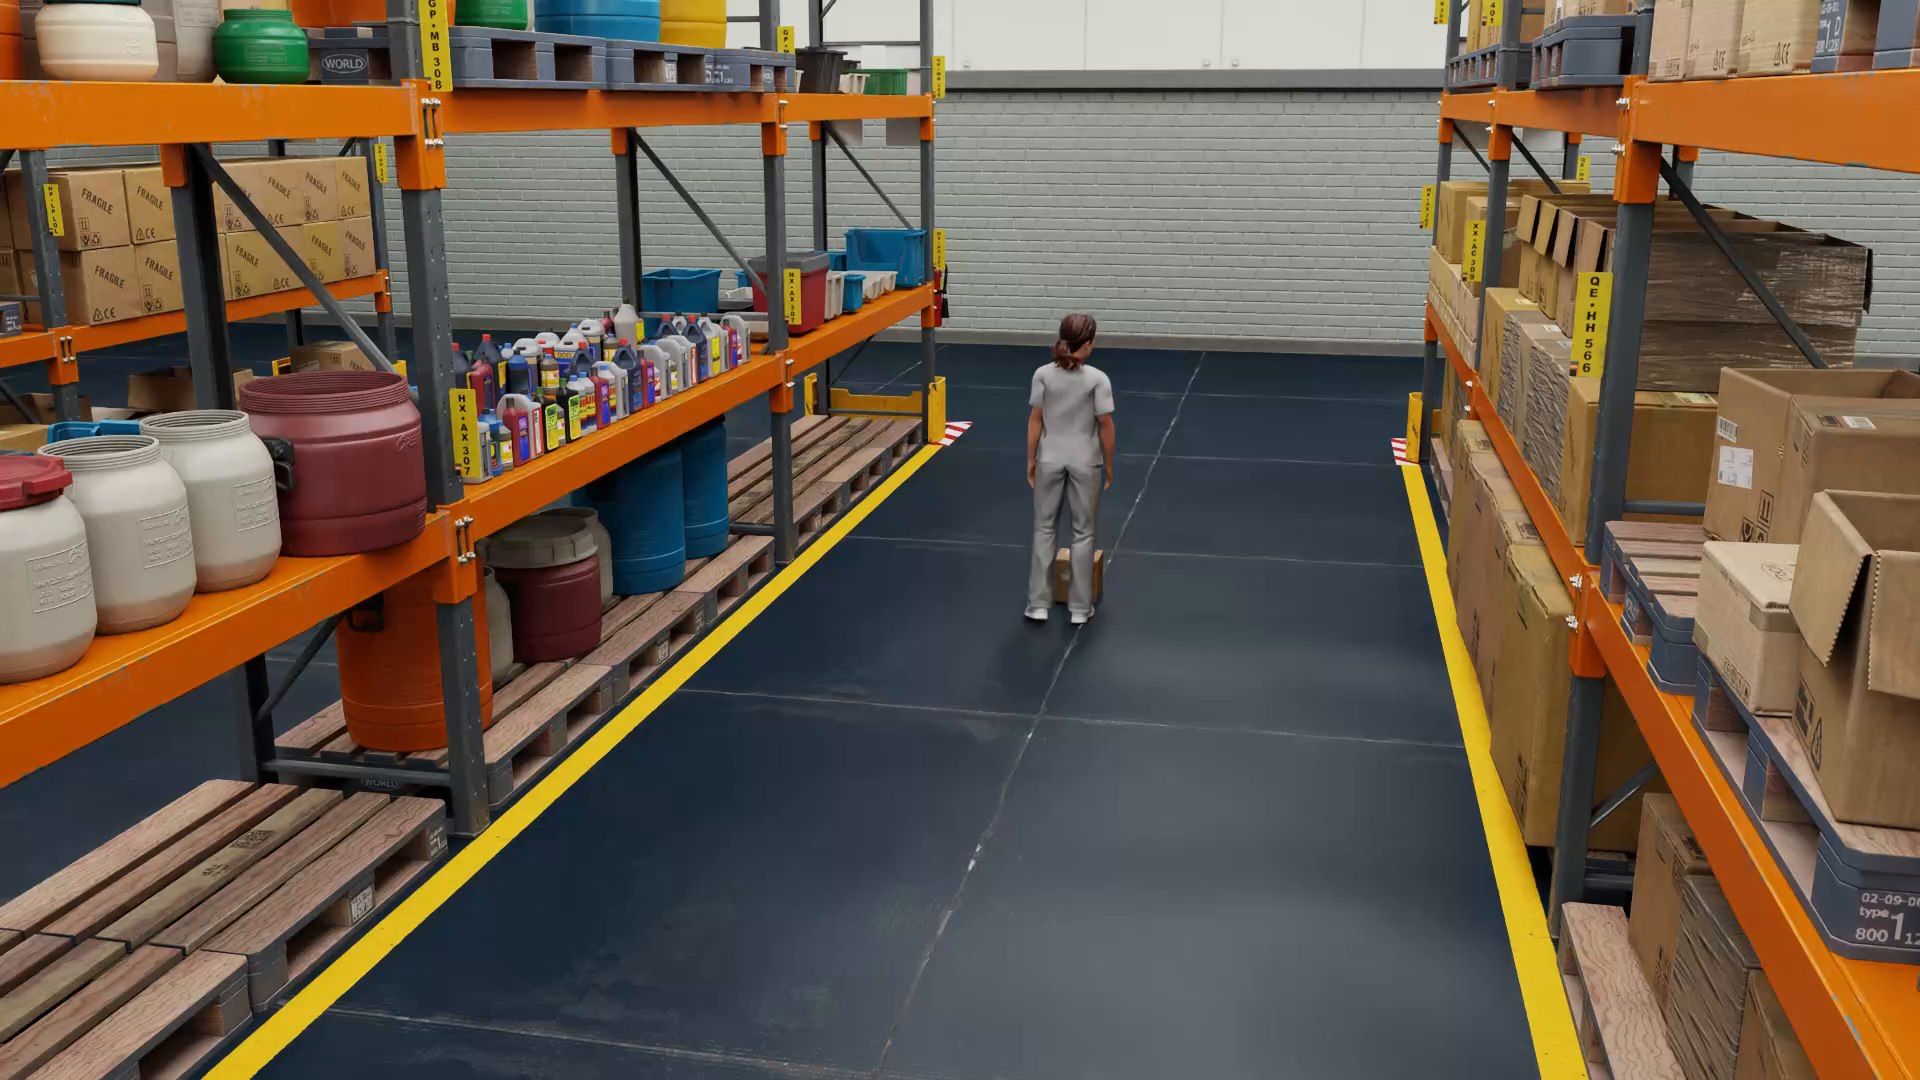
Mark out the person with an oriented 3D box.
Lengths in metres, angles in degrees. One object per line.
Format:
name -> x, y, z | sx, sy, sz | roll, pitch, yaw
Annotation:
person -> 0.583, -0.372, 8.918 | 0.496, 1.700, 0.392 | 3, 15, 12
